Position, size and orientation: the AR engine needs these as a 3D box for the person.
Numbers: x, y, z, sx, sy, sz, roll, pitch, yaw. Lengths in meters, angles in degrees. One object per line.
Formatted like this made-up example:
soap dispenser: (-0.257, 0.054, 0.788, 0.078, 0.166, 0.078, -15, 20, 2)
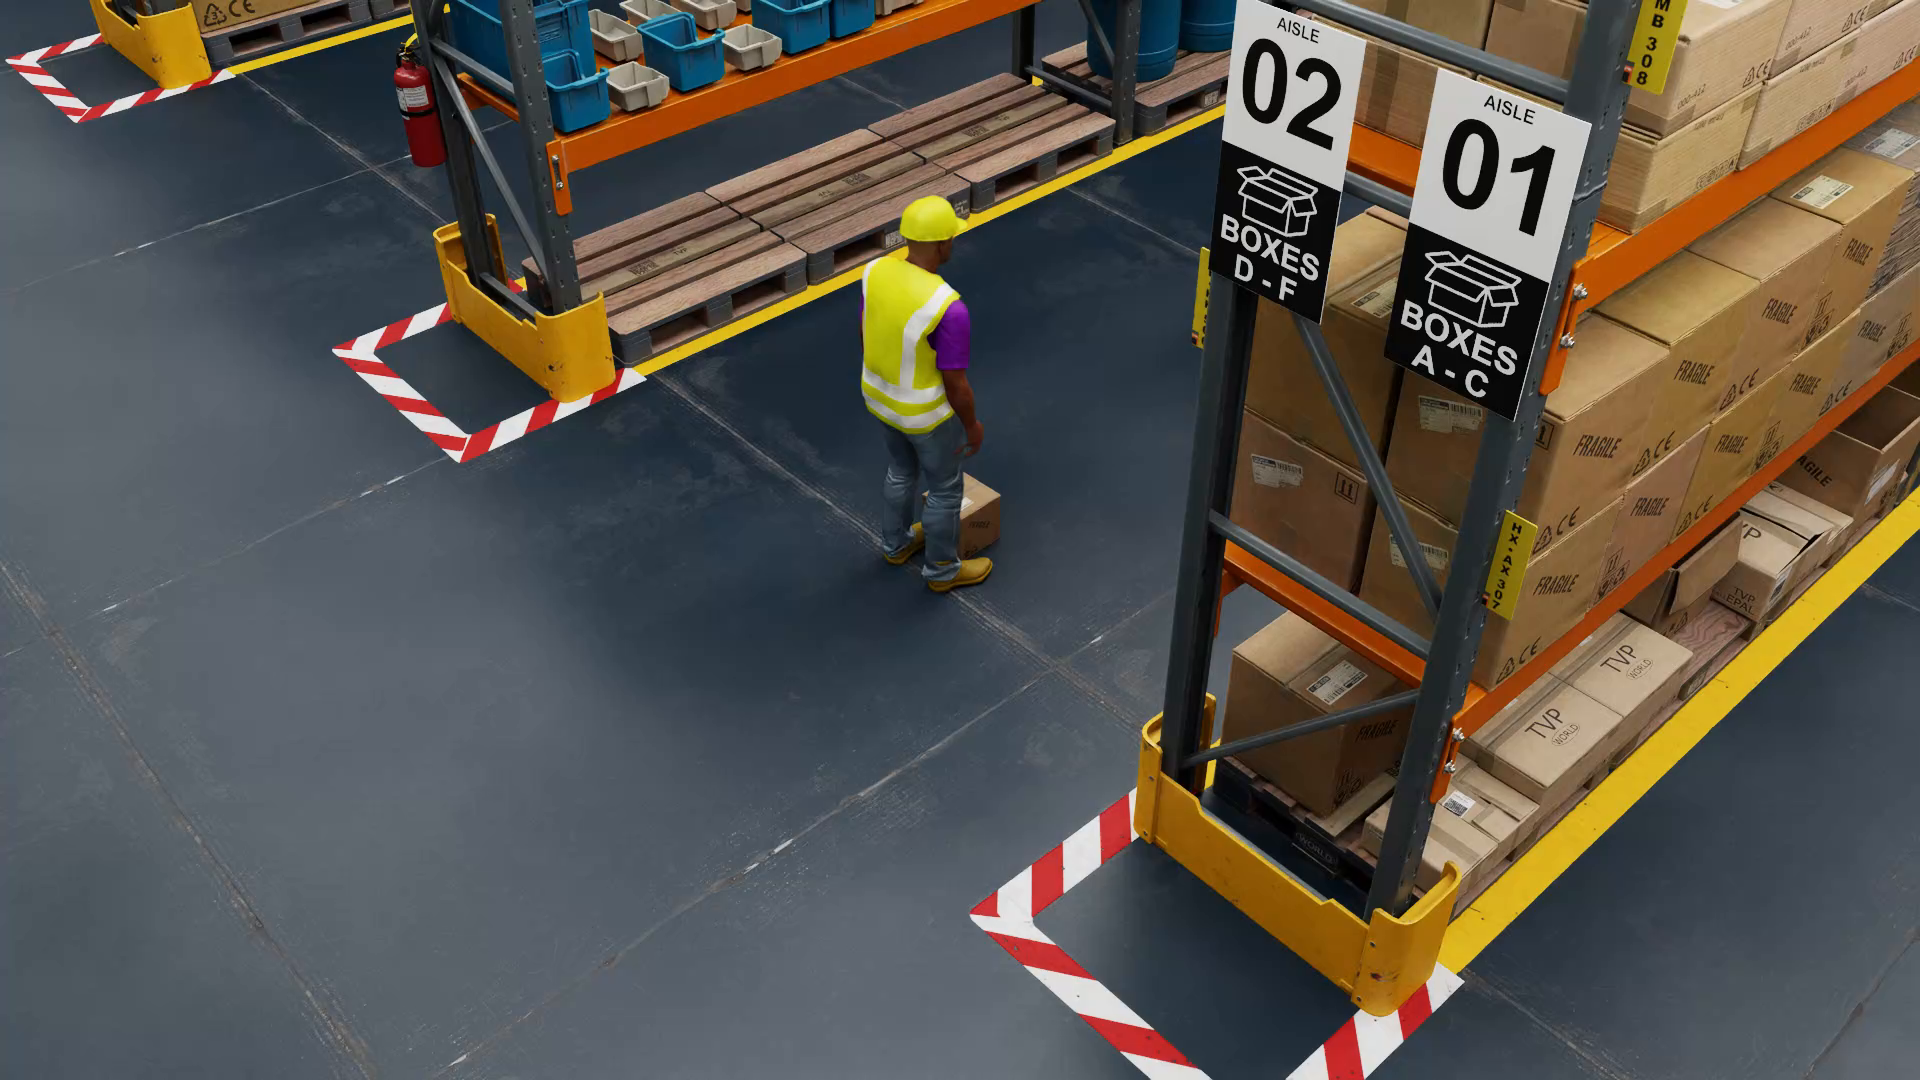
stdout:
person: (-0.150, -0.584, 6.847, 0.458, 1.761, 0.626, -30, 48, -31)
